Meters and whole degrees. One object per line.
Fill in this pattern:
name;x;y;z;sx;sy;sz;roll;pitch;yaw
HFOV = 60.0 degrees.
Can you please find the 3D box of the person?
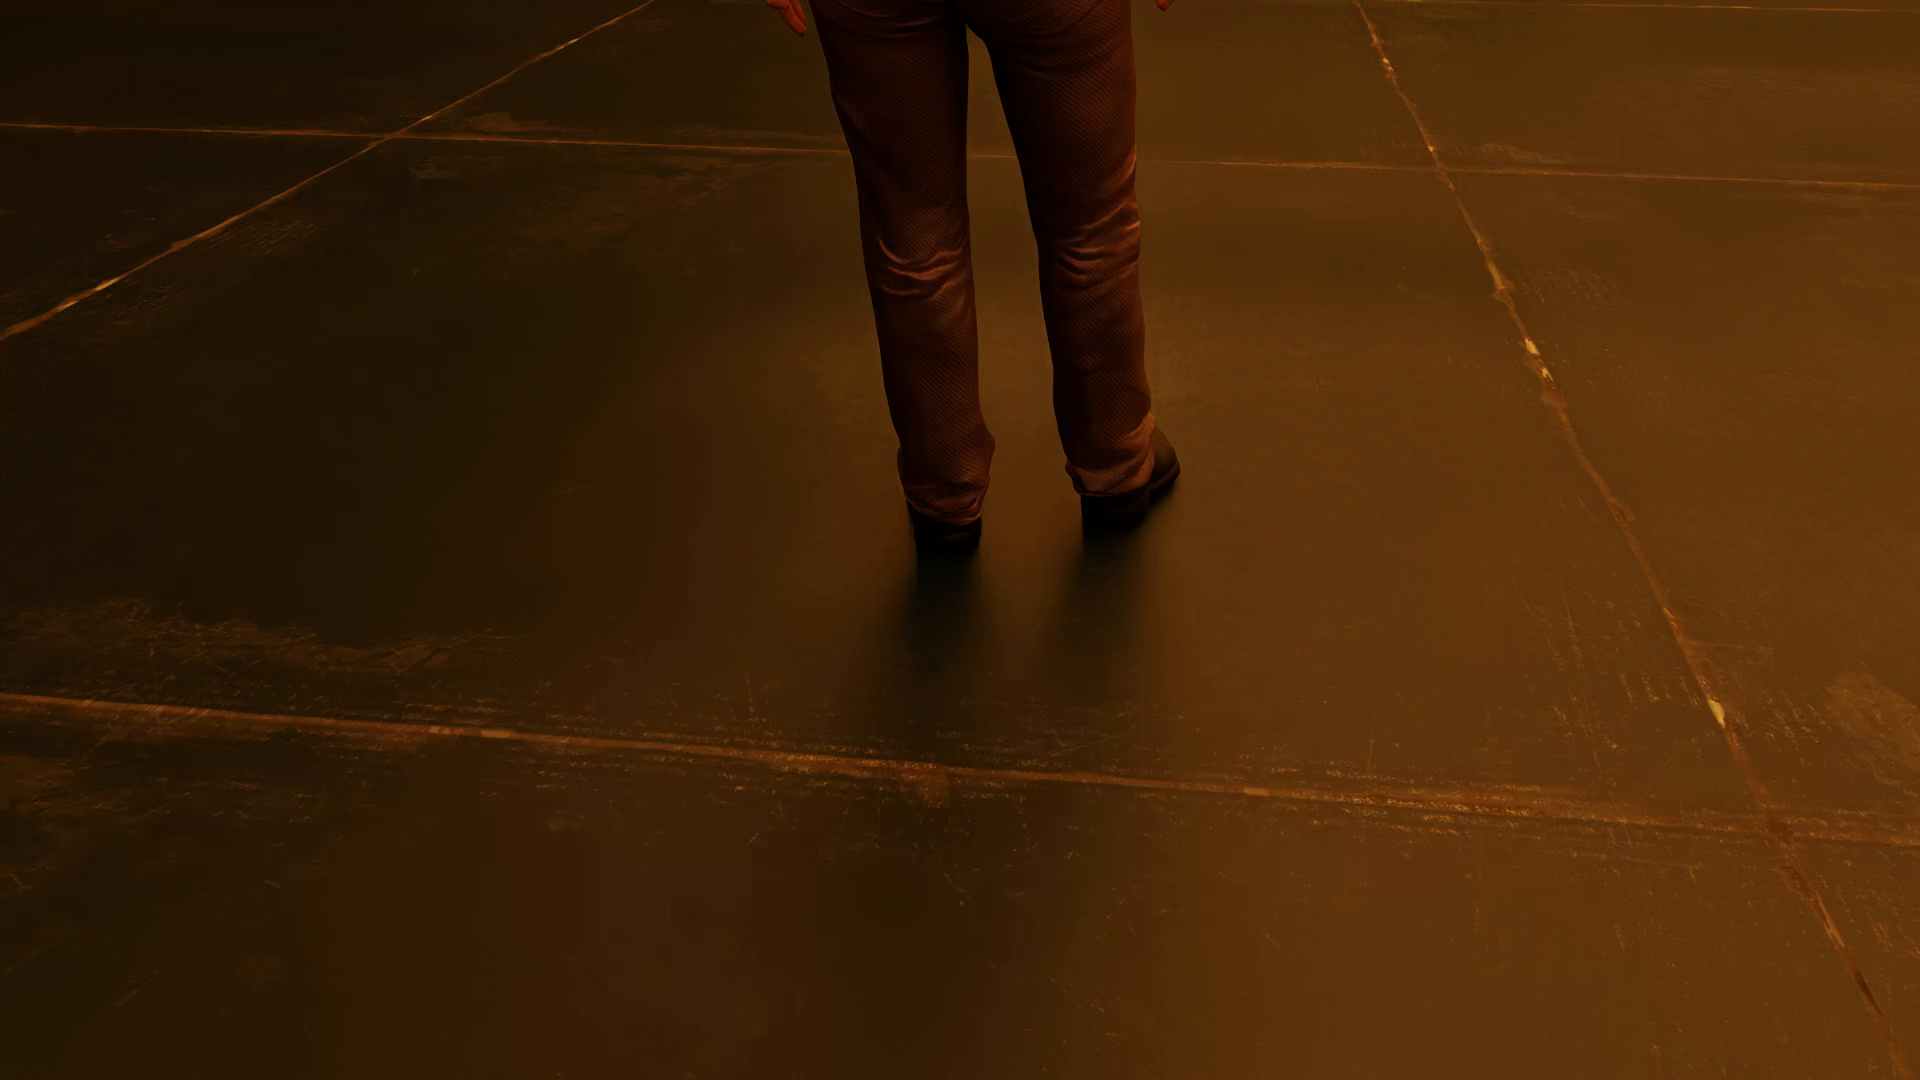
person;0.015;-0.804;2.167;0.634;1.722;0.566;3;27;7
